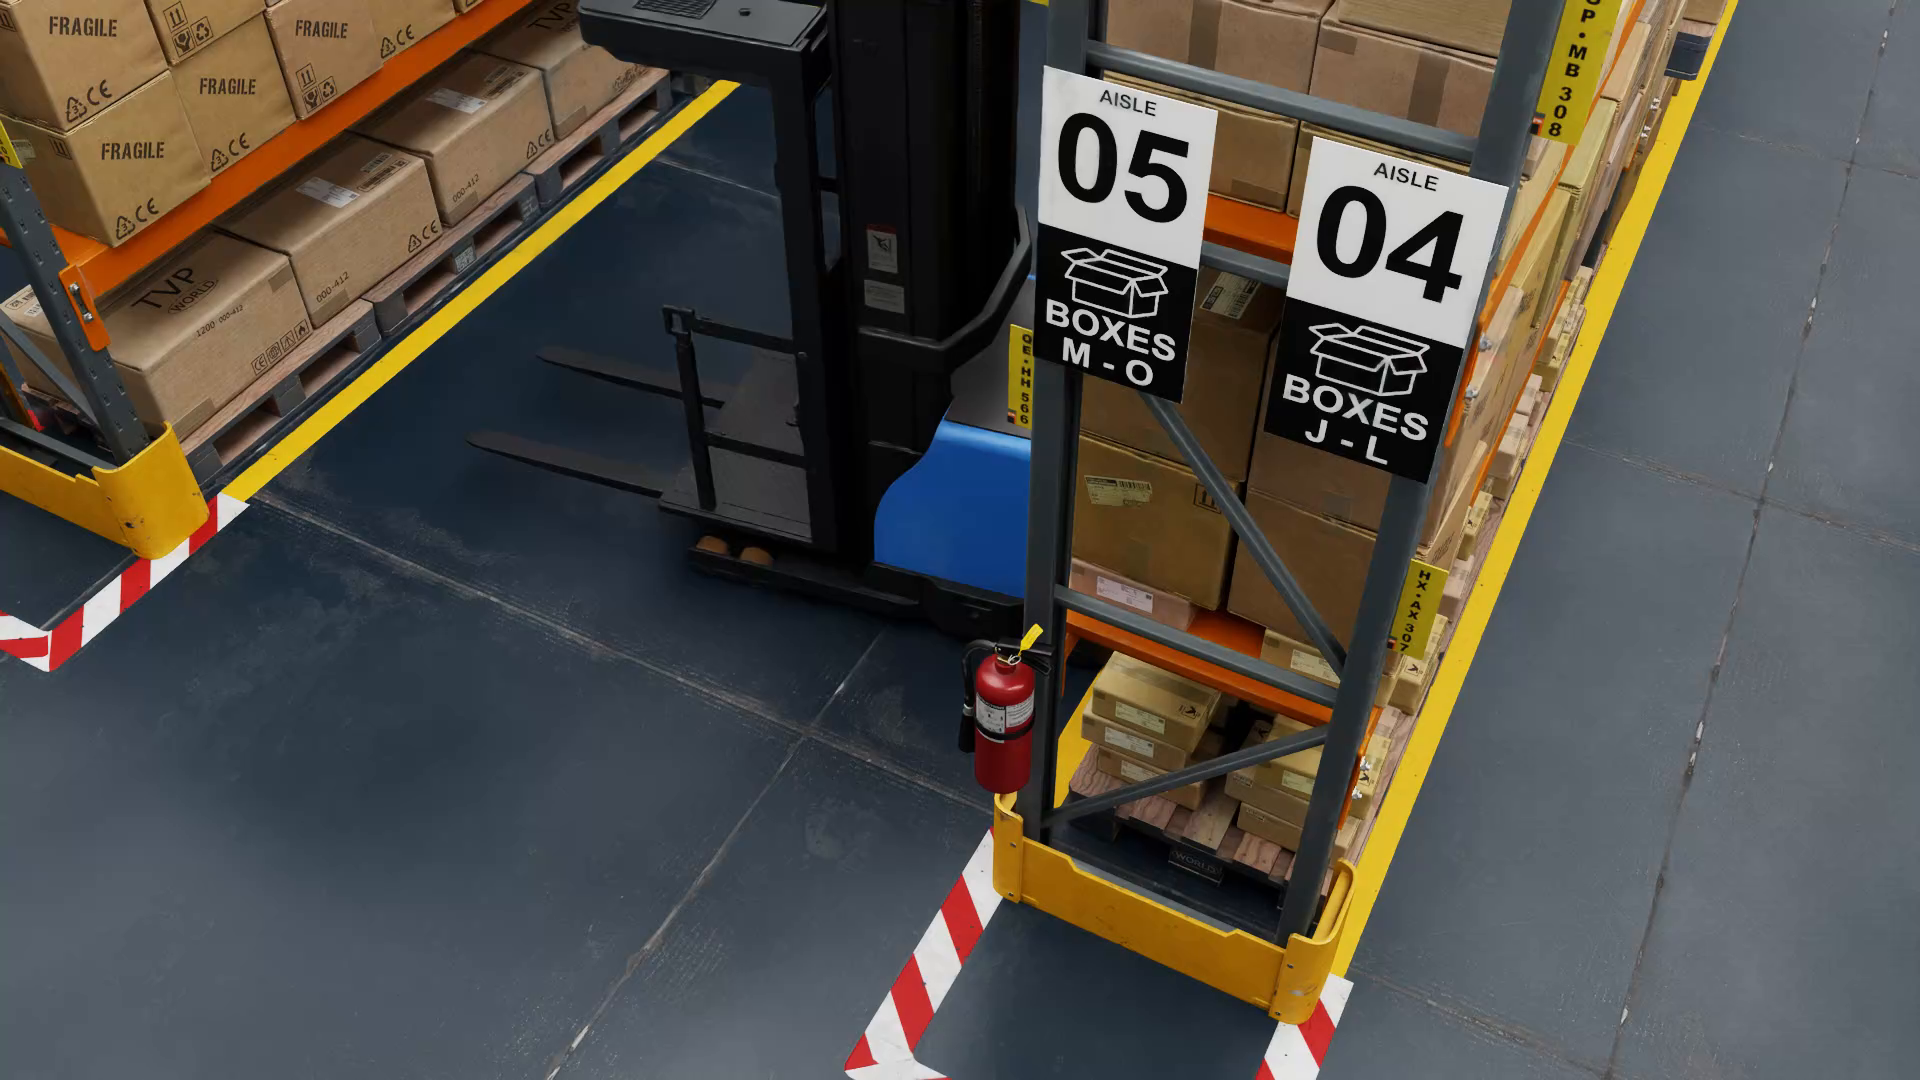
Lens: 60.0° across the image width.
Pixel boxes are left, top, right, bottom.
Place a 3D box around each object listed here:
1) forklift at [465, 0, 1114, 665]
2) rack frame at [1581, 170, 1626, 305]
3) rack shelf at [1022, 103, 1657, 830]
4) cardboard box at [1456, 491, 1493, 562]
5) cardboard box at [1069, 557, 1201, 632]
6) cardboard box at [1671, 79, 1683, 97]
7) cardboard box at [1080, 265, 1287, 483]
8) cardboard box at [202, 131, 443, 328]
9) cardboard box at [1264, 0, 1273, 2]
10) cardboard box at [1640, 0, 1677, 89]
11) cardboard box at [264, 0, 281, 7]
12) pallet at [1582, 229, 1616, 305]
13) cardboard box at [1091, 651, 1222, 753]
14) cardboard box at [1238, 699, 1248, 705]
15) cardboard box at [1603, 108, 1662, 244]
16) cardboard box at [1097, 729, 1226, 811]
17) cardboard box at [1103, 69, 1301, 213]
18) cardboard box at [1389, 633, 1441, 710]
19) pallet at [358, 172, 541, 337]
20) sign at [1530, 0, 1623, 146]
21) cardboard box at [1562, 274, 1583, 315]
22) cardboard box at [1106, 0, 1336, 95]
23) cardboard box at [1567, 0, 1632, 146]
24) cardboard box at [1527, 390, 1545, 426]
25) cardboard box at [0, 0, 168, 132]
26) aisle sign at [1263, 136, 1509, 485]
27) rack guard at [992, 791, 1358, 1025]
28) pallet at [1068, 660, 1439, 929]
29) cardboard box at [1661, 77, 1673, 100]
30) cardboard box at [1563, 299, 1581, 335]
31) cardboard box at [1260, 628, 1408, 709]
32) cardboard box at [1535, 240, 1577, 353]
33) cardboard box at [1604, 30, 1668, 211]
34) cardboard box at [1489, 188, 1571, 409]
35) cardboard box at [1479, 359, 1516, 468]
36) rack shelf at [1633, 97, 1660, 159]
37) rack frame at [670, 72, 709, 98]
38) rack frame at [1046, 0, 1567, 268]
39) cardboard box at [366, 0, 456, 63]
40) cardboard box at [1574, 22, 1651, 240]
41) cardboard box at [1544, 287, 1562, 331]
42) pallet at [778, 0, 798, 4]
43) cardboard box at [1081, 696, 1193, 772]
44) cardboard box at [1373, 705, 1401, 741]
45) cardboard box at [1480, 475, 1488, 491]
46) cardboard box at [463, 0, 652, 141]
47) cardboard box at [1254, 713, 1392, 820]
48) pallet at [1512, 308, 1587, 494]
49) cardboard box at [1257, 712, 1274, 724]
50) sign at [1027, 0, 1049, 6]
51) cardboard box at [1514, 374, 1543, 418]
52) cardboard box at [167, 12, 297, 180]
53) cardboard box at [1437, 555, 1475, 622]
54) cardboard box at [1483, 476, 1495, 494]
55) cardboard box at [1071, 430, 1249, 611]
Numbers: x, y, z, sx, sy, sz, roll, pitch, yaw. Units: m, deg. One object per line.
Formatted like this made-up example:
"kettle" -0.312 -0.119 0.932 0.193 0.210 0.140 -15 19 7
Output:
"forklift" -0.593 -1.177 6.133 3.031 2.935 1.130 14 47 13
"rack frame" 2.510 -2.219 7.114 1.000 3.000 0.127 20 49 19
"rack shelf" 1.582 -0.706 6.125 1.077 0.370 4.000 20 49 19
"cardboard box" 1.791 -0.107 6.318 0.380 0.149 0.250 21 49 20
"cardboard box" 0.554 0.090 5.008 0.380 0.149 0.250 21 49 19
"cardboard box" 3.818 -2.843 9.193 0.500 0.500 0.500 18 48 17
"cardboard box" 0.645 -0.561 4.493 0.500 0.500 0.500 20 49 18
"cardboard box" -3.143 -1.545 7.954 0.875 0.438 0.875 22 49 20
"cardboard box" 0.547 -1.323 3.593 0.380 0.149 0.250 20 49 19
"cardboard box" 2.296 -1.997 5.913 0.500 0.500 0.500 19 48 18
"cardboard box" -2.837 -2.520 6.638 0.500 0.500 0.500 20 49 19
"pallet" 2.870 -1.730 8.591 1.003 0.211 1.213 20 49 19
"cardboard box" 0.675 0.529 5.689 0.380 0.149 0.250 21 49 19
"cardboard box" 0.942 0.421 6.214 0.380 0.149 0.250 20 49 19
"cardboard box" 3.088 -1.866 8.227 0.500 0.500 0.500 22 49 21
"cardboard box" 0.713 0.755 5.884 0.380 0.149 0.250 21 49 20
"cardboard box" 0.630 -1.075 3.980 0.500 0.250 0.500 19 48 18
"cardboard box" 1.449 0.398 5.818 0.380 0.149 0.250 20 49 19
"pallet" -2.909 -1.585 8.448 1.003 0.211 1.213 20 49 19
"sign" 1.134 -0.882 3.069 0.100 0.325 0.005 20 49 19
"cardboard box" 2.492 -1.090 7.289 0.380 0.149 0.250 21 49 20
"cardboard box" 0.642 -1.251 3.802 0.500 0.250 0.500 19 48 18
"cardboard box" 1.337 -1.230 4.133 0.500 0.250 0.500 22 49 20
"cardboard box" 2.370 -0.681 7.303 0.380 0.149 0.250 19 48 18
"cardboard box" -3.303 -1.865 5.991 0.500 0.500 0.500 19 48 18
"aisle sign" 0.885 -0.468 3.556 0.394 0.787 0.004 20 49 19
"rack guard" 0.689 1.132 5.560 1.175 0.500 0.348 20 49 19
"pallet" 1.097 0.733 6.157 1.003 0.211 1.213 20 49 19
"cardboard box" 3.332 -2.466 8.293 0.500 0.250 0.500 22 49 20
"cardboard box" 2.531 -0.991 7.401 0.380 0.149 0.250 18 48 17
"cardboard box" 1.094 0.293 4.808 0.380 0.149 0.250 20 49 19
"cardboard box" 1.802 -1.004 5.633 0.500 0.500 0.500 19 48 18
"cardboard box" 2.294 -1.634 6.256 0.500 0.500 0.500 19 48 18
"cardboard box" 1.325 -0.706 4.636 0.500 0.500 0.500 22 49 20
"cardboard box" 1.332 -0.376 5.013 0.500 0.500 0.500 21 49 19
"rack shelf" 3.439 -3.226 8.615 1.077 0.370 4.000 20 49 19
"rack frame" -1.921 -3.790 8.666 1.000 3.000 0.127 20 49 19
"rack frame" 0.653 -1.808 2.490 1.000 3.000 0.127 20 49 19
"cardboard box" -2.621 -2.476 7.298 0.500 0.500 0.500 22 49 20
"cardboard box" 1.820 -1.348 5.271 0.500 0.500 0.500 19 48 18
"cardboard box" 1.923 -0.865 5.952 0.380 0.149 0.250 21 49 20
"pallet" -1.630 -3.321 10.163 1.003 0.211 1.213 20 49 19
"cardboard box" 0.646 0.624 5.804 0.380 0.149 0.250 19 48 18
"cardboard box" 1.301 0.652 5.777 0.380 0.149 0.250 20 49 19
"cardboard box" 1.976 -0.362 6.779 0.380 0.149 0.250 18 48 17
"cardboard box" -2.308 -2.677 9.073 0.875 0.438 0.875 20 49 19
"cardboard box" 1.198 0.728 5.492 0.380 0.149 0.250 18 48 17
"pallet" 2.230 -0.804 7.676 1.003 0.211 1.213 20 49 19
"cardboard box" 1.229 0.739 5.900 0.380 0.149 0.250 20 49 19
"sign" 0.171 -1.261 3.435 0.100 0.325 0.005 20 49 19
"cardboard box" 2.149 -0.592 6.796 0.380 0.149 0.250 18 48 17
"cardboard box" -3.091 -1.841 6.670 0.500 0.500 0.500 20 49 19
"cardboard box" 1.781 0.135 6.497 0.380 0.149 0.250 18 48 17
"cardboard box" 1.969 -0.211 6.839 0.380 0.149 0.250 21 49 20
"cardboard box" 0.634 -0.207 4.846 0.500 0.500 0.500 21 49 20
